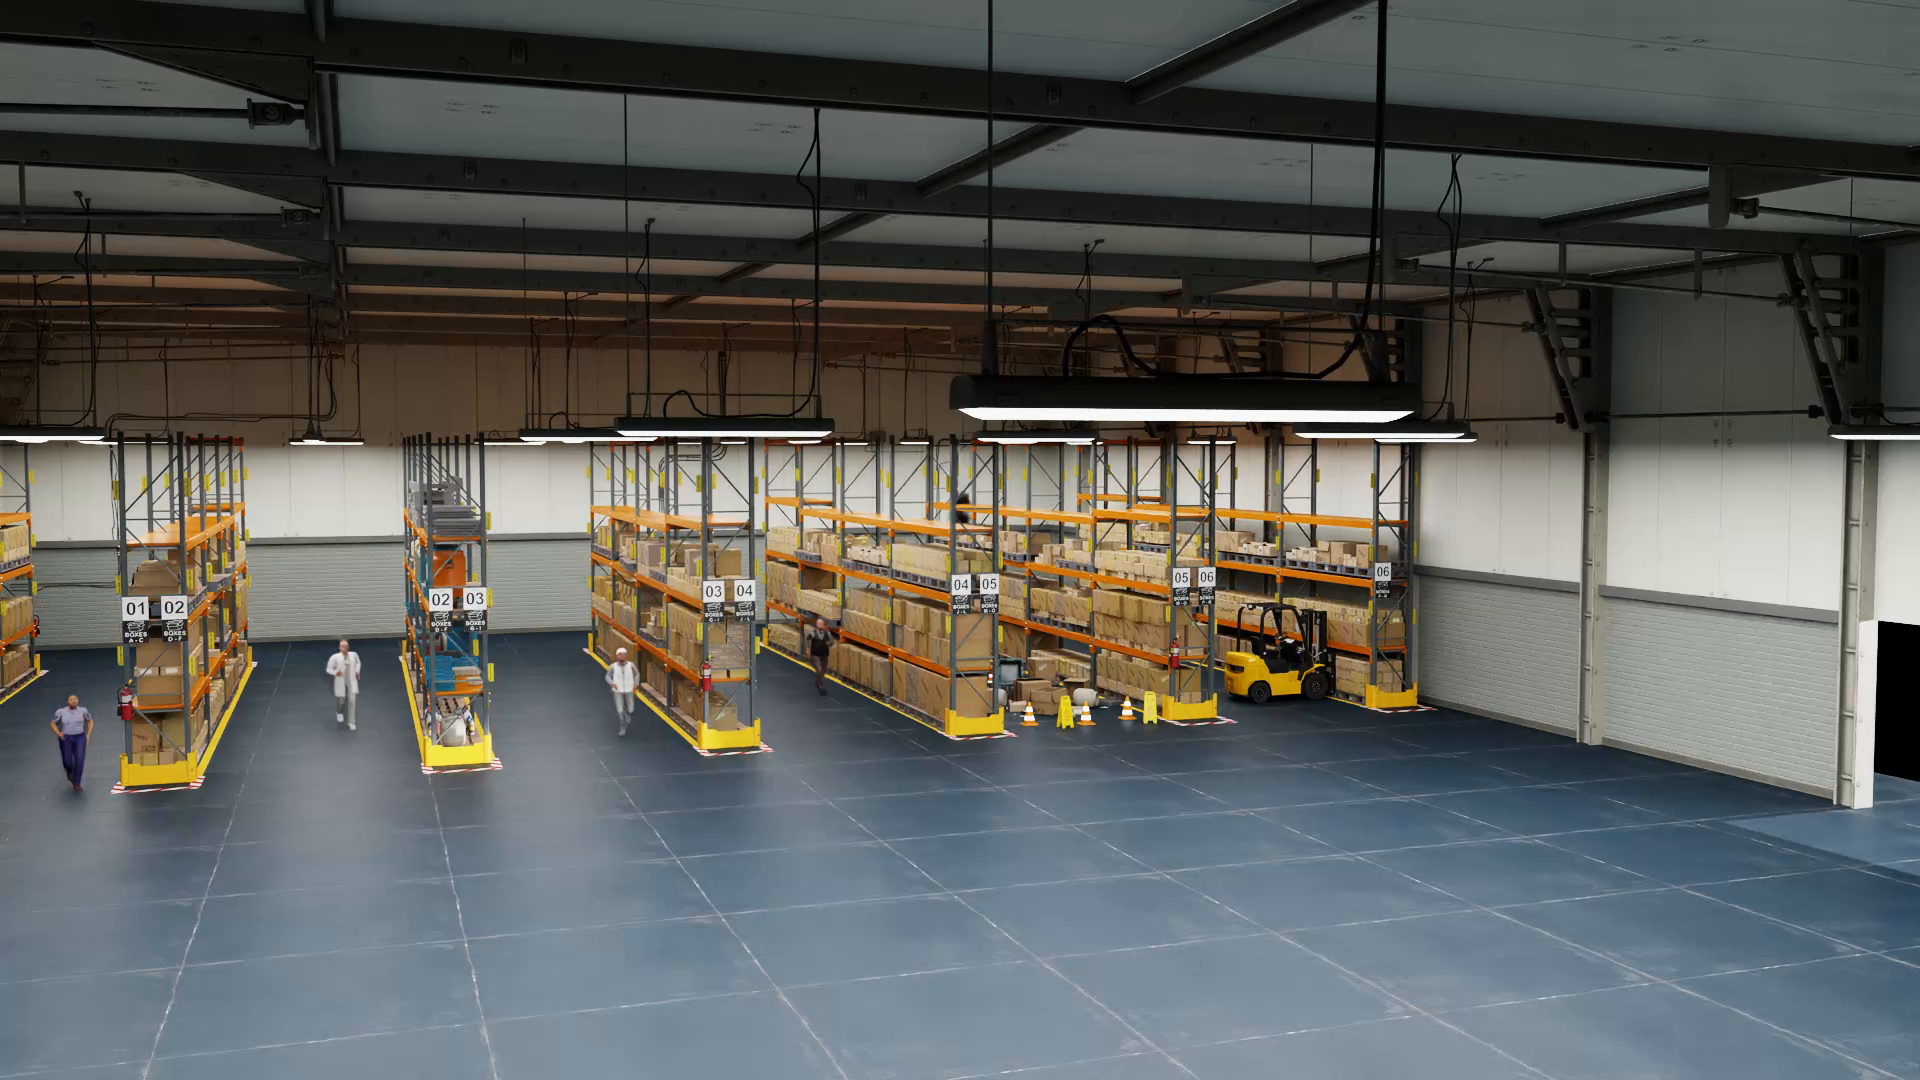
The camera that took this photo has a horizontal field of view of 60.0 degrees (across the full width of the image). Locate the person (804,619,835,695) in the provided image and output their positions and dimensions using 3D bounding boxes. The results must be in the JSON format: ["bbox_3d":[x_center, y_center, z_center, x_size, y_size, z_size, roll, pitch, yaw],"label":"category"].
[{"bbox_3d":[-3.248,2.693,38.582,0.653,1.714,0.971,-1,3,-23],"label":"person"}]

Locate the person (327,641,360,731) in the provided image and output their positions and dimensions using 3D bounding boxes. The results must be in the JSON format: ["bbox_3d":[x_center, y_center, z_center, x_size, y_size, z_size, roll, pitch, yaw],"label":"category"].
[{"bbox_3d":[-12.553,2.948,33.948,0.710,1.790,1.042,-2,4,-33],"label":"person"}]

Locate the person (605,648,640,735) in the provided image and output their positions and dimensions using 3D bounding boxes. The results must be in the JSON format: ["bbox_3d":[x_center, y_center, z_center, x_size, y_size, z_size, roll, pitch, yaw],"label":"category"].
[{"bbox_3d":[-6.756,3.022,33.325,0.701,1.735,0.584,-1,3,-19],"label":"person"}]

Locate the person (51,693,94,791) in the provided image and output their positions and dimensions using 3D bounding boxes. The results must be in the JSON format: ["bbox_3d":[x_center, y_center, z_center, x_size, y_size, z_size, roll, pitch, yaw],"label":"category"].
[{"bbox_3d":[-14.908,3.382,27.946,0.641,1.626,0.586,-2,4,-30],"label":"person"}]
